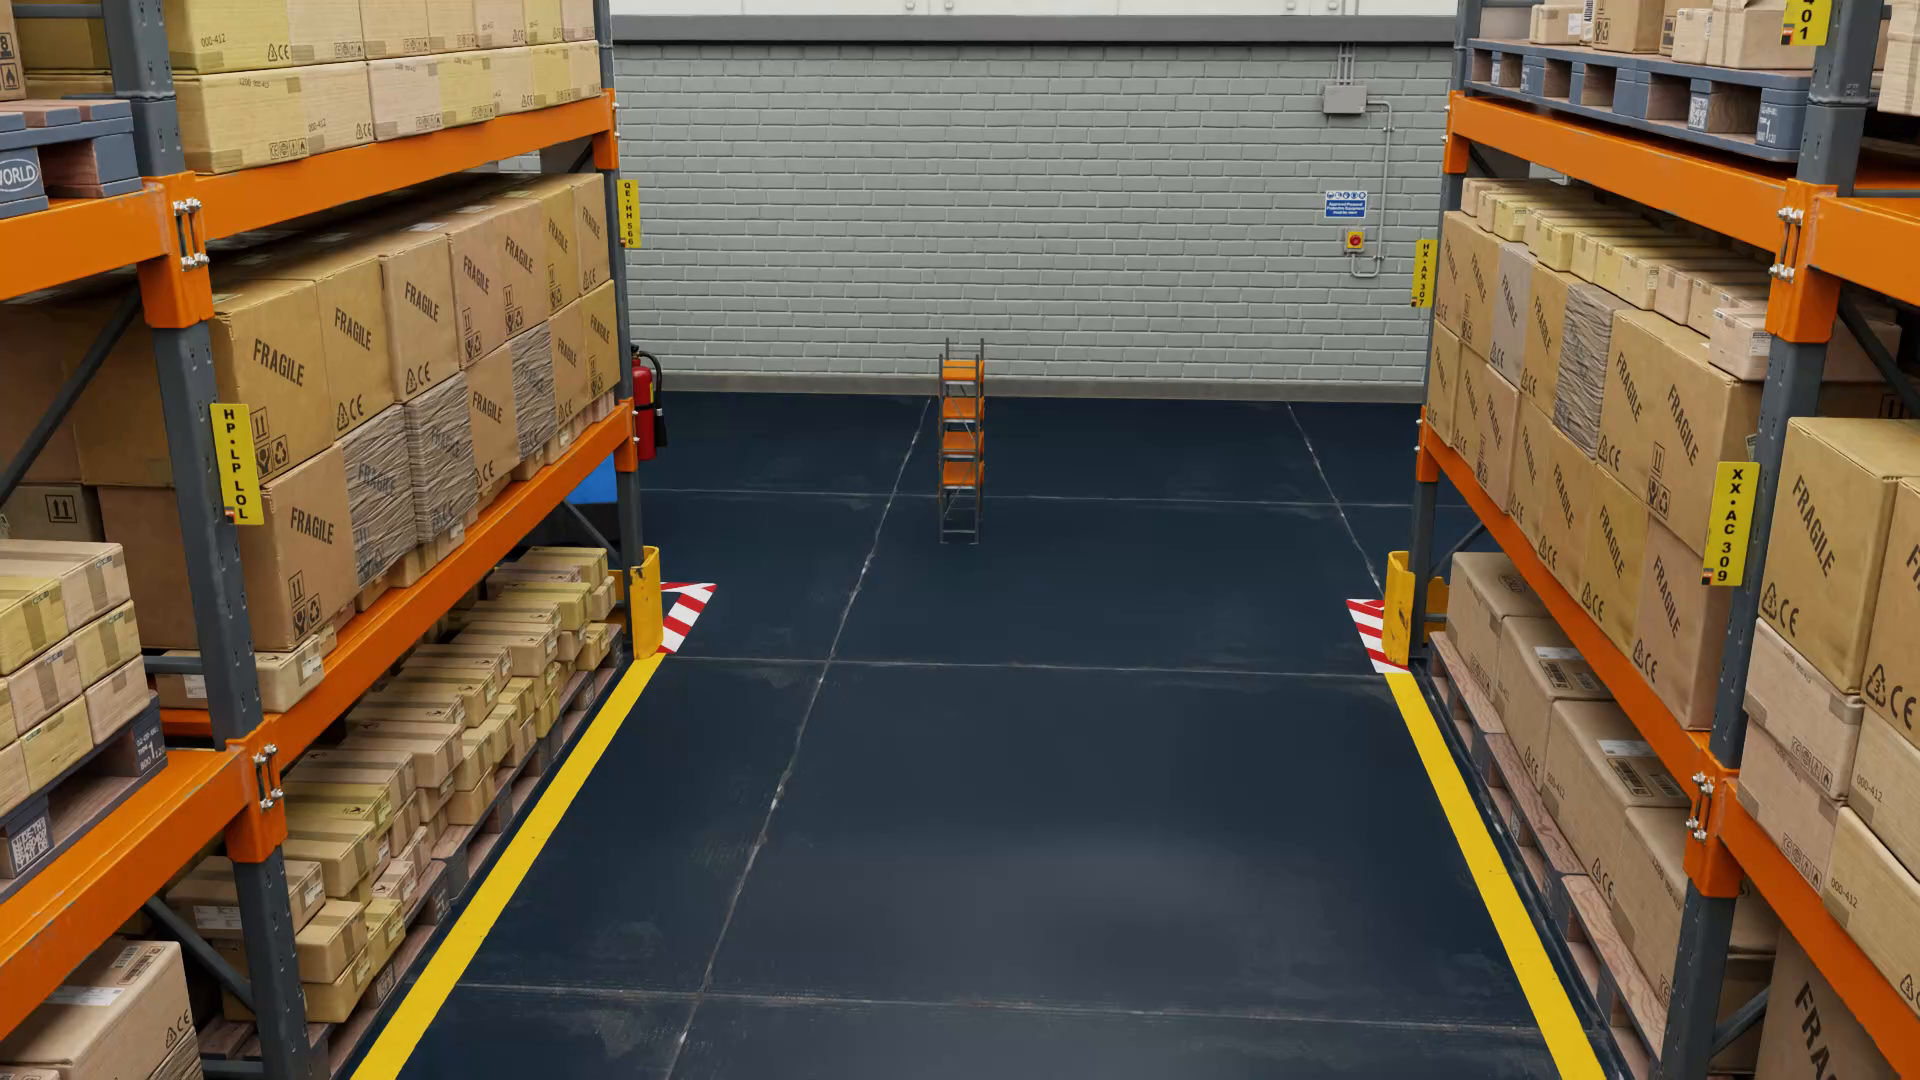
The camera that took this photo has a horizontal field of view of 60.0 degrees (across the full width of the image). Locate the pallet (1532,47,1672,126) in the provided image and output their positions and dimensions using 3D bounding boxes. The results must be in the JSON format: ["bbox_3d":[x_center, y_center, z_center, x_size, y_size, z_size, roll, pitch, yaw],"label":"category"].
[{"bbox_3d":[2.661,-1.593,5.794,1.003,0.211,1.213,1,18,4],"label":"pallet"}]

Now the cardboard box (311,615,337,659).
[{"bbox_3d":[-2.152,0.299,5.096,0.380,0.149,0.250,2,18,6],"label":"cardboard box"}]

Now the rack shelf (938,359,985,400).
[{"bbox_3d":[0.012,-0.995,10.271,0.258,0.148,0.480,1,18,4],"label":"rack shelf"}]

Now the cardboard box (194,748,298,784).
[{"bbox_3d":[-2.591,0.862,5.923,0.380,0.149,0.250,2,18,6],"label":"cardboard box"}]

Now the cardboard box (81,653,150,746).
[{"bbox_3d":[-2.274,0.390,4.144,0.380,0.149,0.250,1,18,3],"label":"cardboard box"}]

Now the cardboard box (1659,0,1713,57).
[{"bbox_3d":[2.566,-1.719,5.035,0.797,0.503,0.637,3,18,8],"label":"cardboard box"}]

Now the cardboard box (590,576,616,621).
[{"bbox_3d":[-1.909,0.284,8.164,0.380,0.149,0.250,1,18,2],"label":"cardboard box"}]

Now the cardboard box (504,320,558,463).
[{"bbox_3d":[-2.000,-0.626,6.877,0.500,0.500,0.500,1,18,4],"label":"cardboard box"}]

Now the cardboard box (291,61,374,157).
[{"bbox_3d":[-2.119,-1.305,5.013,0.500,0.250,0.500,1,18,3],"label":"cardboard box"}]

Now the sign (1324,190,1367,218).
[{"bbox_3d":[3.126,-2.721,13.476,0.327,0.218,0.001,1,18,4],"label":"sign"}]

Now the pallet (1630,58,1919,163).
[{"bbox_3d":[2.571,-1.215,4.640,1.003,0.211,1.213,1,18,4],"label":"pallet"}]

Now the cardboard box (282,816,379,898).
[{"bbox_3d":[-2.132,1.028,5.416,0.380,0.149,0.250,2,18,7],"label":"cardboard box"}]

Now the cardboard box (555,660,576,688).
[{"bbox_3d":[-2.008,0.586,7.722,0.380,0.149,0.250,1,18,4],"label":"cardboard box"}]

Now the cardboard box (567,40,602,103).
[{"bbox_3d":[-1.925,-2.107,7.459,0.500,0.250,0.500,1,18,3],"label":"cardboard box"}]

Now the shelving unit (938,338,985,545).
[{"bbox_3d":[0.012,-0.622,10.393,0.258,1.200,0.503,1,18,4],"label":"shelving unit"}]

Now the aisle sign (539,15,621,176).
[{"bbox_3d":[-1.851,-2.151,7.996,0.394,0.787,0.004,1,18,4],"label":"aisle sign"}]

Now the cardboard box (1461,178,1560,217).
[{"bbox_3d":[2.487,-1.547,7.520,0.380,0.149,0.250,2,18,5],"label":"cardboard box"}]

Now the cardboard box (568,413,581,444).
[{"bbox_3d":[-1.956,-0.518,7.591,0.380,0.149,0.250,1,18,3],"label":"cardboard box"}]

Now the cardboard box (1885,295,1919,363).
[{"bbox_3d":[2.786,-0.581,4.572,0.380,0.149,0.250,2,18,5],"label":"cardboard box"}]

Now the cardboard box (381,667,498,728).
[{"bbox_3d":[-2.074,0.628,6.638,0.380,0.149,0.250,1,18,4],"label":"cardboard box"}]

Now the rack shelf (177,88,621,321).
[{"bbox_3d":[-2.299,-1.362,6.101,1.077,0.370,4.000,1,18,4],"label":"rack shelf"}]

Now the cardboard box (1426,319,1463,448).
[{"bbox_3d":[2.468,-0.725,7.659,0.500,0.500,0.500,1,18,3],"label":"cardboard box"}]

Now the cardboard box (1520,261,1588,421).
[{"bbox_3d":[2.376,-0.725,6.052,0.500,0.500,0.500,1,18,4],"label":"cardboard box"}]

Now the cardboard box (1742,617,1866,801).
[{"bbox_3d":[2.189,0.386,3.866,0.500,0.250,0.500,1,18,2],"label":"cardboard box"}]

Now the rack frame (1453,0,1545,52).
[{"bbox_3d":[2.789,-3.671,7.176,1.000,3.000,0.127,1,18,4],"label":"rack frame"}]

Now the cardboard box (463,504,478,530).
[{"bbox_3d":[-2.077,-0.113,6.354,0.380,0.149,0.250,2,18,6],"label":"cardboard box"}]

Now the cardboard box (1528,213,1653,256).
[{"bbox_3d":[2.379,-1.145,6.292,0.380,0.149,0.250,1,18,4],"label":"cardboard box"}]

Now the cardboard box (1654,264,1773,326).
[{"bbox_3d":[2.362,-0.748,5.080,0.380,0.149,0.250,1,18,3],"label":"cardboard box"}]

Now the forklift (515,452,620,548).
[{"bbox_3d":[-3.600,-1.406,10.007,3.031,2.935,1.130,-3,18,-10],"label":"forklift"}]

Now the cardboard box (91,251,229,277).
[{"bbox_3d":[-2.647,-0.634,5.297,0.500,0.500,0.500,1,18,2],"label":"cardboard box"}]

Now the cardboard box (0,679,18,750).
[{"bbox_3d":[-2.313,0.408,3.612,0.380,0.149,0.250,2,18,6],"label":"cardboard box"}]

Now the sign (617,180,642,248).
[{"bbox_3d":[-1.604,-1.582,8.065,0.100,0.325,0.005,1,18,4],"label":"sign"}]

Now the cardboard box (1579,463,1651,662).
[{"bbox_3d":[2.312,0.065,5.248,0.500,0.500,0.500,1,18,3],"label":"cardboard box"}]

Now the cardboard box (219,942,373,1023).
[{"bbox_3d":[-2.096,1.392,5.262,0.380,0.149,0.250,0,18,2],"label":"cardboard box"}]

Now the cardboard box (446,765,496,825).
[{"bbox_3d":[-2.044,0.988,6.495,0.380,0.149,0.250,1,18,2],"label":"cardboard box"}]

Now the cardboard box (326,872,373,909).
[{"bbox_3d":[-2.169,1.170,5.460,0.380,0.149,0.250,1,18,4],"label":"cardboard box"}]

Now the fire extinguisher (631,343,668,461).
[{"bbox_3d":[-1.678,-0.754,8.629,0.296,0.674,0.183,1,18,4],"label":"fire extinguisher"}]

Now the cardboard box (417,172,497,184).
[{"bbox_3d":[-2.453,-1.430,7.727,0.500,0.500,0.500,1,18,4],"label":"cardboard box"}]

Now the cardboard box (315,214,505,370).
[{"bbox_3d":[-2.040,-0.933,6.208,0.500,0.500,0.500,1,18,2],"label":"cardboard box"}]

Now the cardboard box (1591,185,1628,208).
[{"bbox_3d":[2.968,-1.456,7.242,0.380,0.149,0.250,2,18,5],"label":"cardboard box"}]

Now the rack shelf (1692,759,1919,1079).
[{"bbox_3d":[2.359,1.385,2.535,1.077,0.370,4.000,1,18,4],"label":"rack shelf"}]

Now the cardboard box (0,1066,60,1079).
[{"bbox_3d":[-2.294,1.371,3.558,0.500,0.250,0.500,2,18,7],"label":"cardboard box"}]

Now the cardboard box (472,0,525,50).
[{"bbox_3d":[-2.010,-2.025,6.406,0.500,0.250,0.500,2,18,5],"label":"cardboard box"}]

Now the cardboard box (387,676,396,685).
[{"bbox_3d":[-2.484,0.680,6.957,0.380,0.149,0.250,2,18,7],"label":"cardboard box"}]

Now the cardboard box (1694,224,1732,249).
[{"bbox_3d":[2.888,-1.057,6.023,0.380,0.149,0.250,2,18,6],"label":"cardboard box"}]

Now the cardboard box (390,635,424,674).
[{"bbox_3d":[-2.542,0.456,7.161,0.380,0.149,0.250,2,18,6],"label":"cardboard box"}]

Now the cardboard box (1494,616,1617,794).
[{"bbox_3d":[2.784,0.689,6.943,0.875,0.438,0.875,2,18,5],"label":"cardboard box"}]

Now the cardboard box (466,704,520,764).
[{"bbox_3d":[-1.998,0.772,6.675,0.380,0.149,0.250,1,18,4],"label":"cardboard box"}]

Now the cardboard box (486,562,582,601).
[{"bbox_3d":[-2.016,0.220,7.884,0.380,0.149,0.250,2,18,5],"label":"cardboard box"}]
